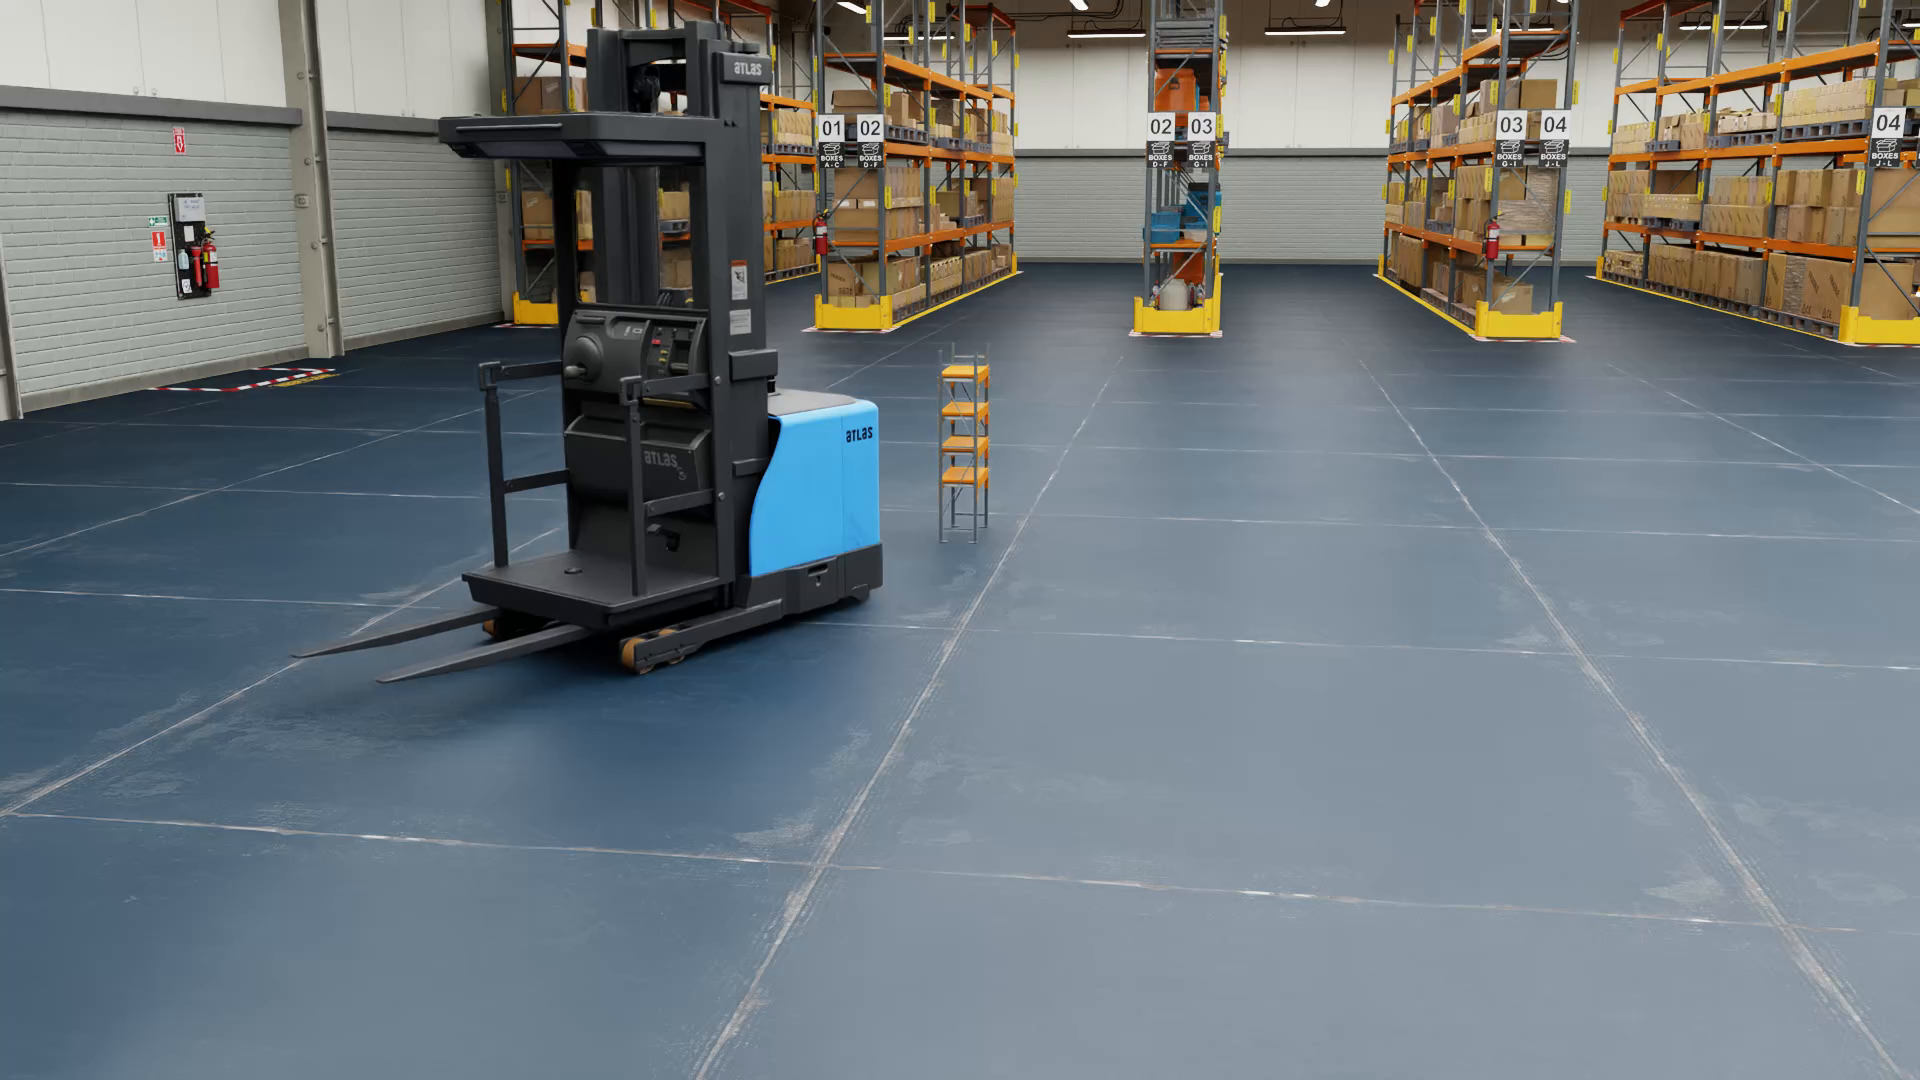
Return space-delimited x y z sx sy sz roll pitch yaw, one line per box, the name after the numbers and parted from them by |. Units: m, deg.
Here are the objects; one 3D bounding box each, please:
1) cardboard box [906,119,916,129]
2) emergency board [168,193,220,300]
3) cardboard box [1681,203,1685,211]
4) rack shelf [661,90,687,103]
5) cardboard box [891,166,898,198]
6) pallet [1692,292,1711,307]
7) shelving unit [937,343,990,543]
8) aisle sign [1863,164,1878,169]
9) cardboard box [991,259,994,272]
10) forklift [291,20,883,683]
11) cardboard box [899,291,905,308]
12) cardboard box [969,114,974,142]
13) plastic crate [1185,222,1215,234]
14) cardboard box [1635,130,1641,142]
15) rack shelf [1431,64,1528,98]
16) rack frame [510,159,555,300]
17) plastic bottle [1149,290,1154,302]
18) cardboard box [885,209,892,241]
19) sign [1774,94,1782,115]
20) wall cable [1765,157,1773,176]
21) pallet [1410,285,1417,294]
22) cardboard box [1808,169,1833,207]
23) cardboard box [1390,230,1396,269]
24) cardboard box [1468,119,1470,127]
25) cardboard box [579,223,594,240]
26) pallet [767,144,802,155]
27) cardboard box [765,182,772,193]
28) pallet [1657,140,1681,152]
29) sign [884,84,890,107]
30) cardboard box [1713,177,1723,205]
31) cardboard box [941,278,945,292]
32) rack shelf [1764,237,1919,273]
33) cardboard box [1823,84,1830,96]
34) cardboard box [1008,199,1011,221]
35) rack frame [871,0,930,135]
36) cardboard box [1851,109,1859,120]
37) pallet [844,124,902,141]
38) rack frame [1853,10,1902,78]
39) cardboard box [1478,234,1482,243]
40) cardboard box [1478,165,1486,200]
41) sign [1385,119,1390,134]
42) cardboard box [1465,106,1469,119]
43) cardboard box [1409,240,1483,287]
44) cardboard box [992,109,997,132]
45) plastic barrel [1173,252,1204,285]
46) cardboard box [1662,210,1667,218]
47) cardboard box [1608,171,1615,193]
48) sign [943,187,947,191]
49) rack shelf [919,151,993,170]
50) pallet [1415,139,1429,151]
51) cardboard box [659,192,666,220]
-0.943 -6.949 27.764 0.380 0.149 0.250 2 12 9 | cardboard box
-8.625 -3.330 18.825 0.194 1.169 0.643 2 12 9 | emergency board
13.927 -6.322 31.600 0.380 0.149 0.250 2 12 11 | cardboard box
-5.615 -8.553 31.477 1.077 0.370 4.000 2 12 9 | rack shelf
-1.397 -5.764 26.803 0.700 0.500 0.500 2 12 9 | cardboard box
14.066 -4.396 30.389 1.003 0.211 1.213 2 12 9 | pallet
0.025 -0.621 10.527 0.258 1.200 0.503 2 12 9 | shelving unit
20.716 -8.722 37.676 0.394 0.787 0.004 2 12 9 | aisle sign
0.482 -6.238 37.656 0.500 0.311 0.500 2 12 9 | cardboard box
-1.703 -0.935 7.874 1.130 2.935 3.031 9 15 36 | forklift
-1.189 -3.933 27.151 0.500 0.250 0.500 2 12 9 | cardboard box
-0.027 -8.784 35.540 0.600 0.600 0.600 2 12 8 | cardboard box
3.965 -5.118 27.476 0.499 0.251 0.616 2 12 9 | plastic crate
14.863 -8.712 35.846 0.500 0.250 0.500 2 12 11 | cardboard box
9.068 -8.071 29.243 1.077 0.370 4.000 2 12 9 | rack shelf
-6.538 -4.918 26.196 1.000 3.000 0.127 2 12 9 | rack frame
3.101 -3.906 26.902 0.061 0.283 0.133 2 12 10 | plastic bottle
-1.482 -5.014 26.401 0.700 0.500 0.500 2 12 10 | cardboard box
13.109 -6.976 26.651 0.100 0.325 0.005 2 12 9 | sign
21.243 -9.133 43.266 0.585 1.953 0.123 2 12 9 | wall cable
9.762 -5.154 33.908 1.003 0.211 1.213 2 12 9 | pallet
13.293 -5.277 24.938 0.875 0.550 0.500 2 12 9 | cardboard box
10.587 -6.798 38.966 0.875 0.875 0.875 2 12 9 | cardboard box
8.370 -6.686 26.688 0.380 0.149 0.250 2 12 9 | cardboard box
-6.149 -4.946 26.633 0.500 0.250 0.500 2 12 7 | cardboard box
-4.366 -9.263 39.444 1.003 0.211 1.213 2 12 9 | pallet
-4.511 -7.882 37.174 0.500 0.250 0.500 2 12 10 | cardboard box
14.520 -7.787 32.831 1.213 0.211 1.003 2 12 9 | pallet
-1.095 -6.672 24.949 0.100 0.325 0.005 2 12 9 | sign
14.182 -6.365 30.298 0.700 0.500 0.500 2 12 8 | cardboard box
-0.563 -4.743 30.910 0.500 0.250 0.500 1 12 7 | cardboard box
13.339 -4.320 25.126 1.077 0.370 4.000 2 12 9 | rack shelf
12.982 -6.641 24.540 0.380 0.149 0.250 2 12 9 | cardboard box
0.942 -7.928 39.924 0.500 0.500 0.500 2 12 9 | cardboard box
-1.027 -8.524 28.686 1.000 3.000 0.127 2 12 9 | rack frame
12.787 -5.986 23.389 0.380 0.149 0.250 2 12 9 | cardboard box
-1.508 -6.328 25.827 1.003 0.211 1.213 2 12 9 | pallet
20.398 -10.379 37.294 1.000 3.000 0.127 2 12 9 | rack frame
8.161 -4.641 25.504 0.380 0.149 0.250 2 12 9 | cardboard box
8.057 -5.347 24.867 0.500 0.500 0.500 2 12 9 | cardboard box
10.059 -9.719 39.089 0.100 0.325 0.005 2 12 9 | sign
9.075 -7.283 28.804 0.797 0.503 0.637 2 12 11 | cardboard box
9.503 -5.412 32.532 1.225 0.875 0.875 1 12 6 | cardboard box
0.457 -9.463 37.551 0.700 0.500 0.500 2 12 9 | cardboard box
4.540 -5.510 33.093 0.600 0.830 0.708 2 12 9 | plastic barrel
14.124 -6.444 32.875 0.380 0.149 0.250 1 12 6 | cardboard box
15.160 -8.184 38.032 0.500 0.500 0.500 2 12 8 | cardboard box
-0.334 -7.696 37.029 0.100 0.325 0.005 2 12 9 | sign
-0.104 -7.955 34.874 1.077 0.370 4.000 2 12 9 | rack shelf
9.423 -7.612 32.023 1.213 0.211 1.003 2 12 11 | pallet
-5.810 -6.120 30.489 0.700 0.500 0.500 2 12 9 | cardboard box
